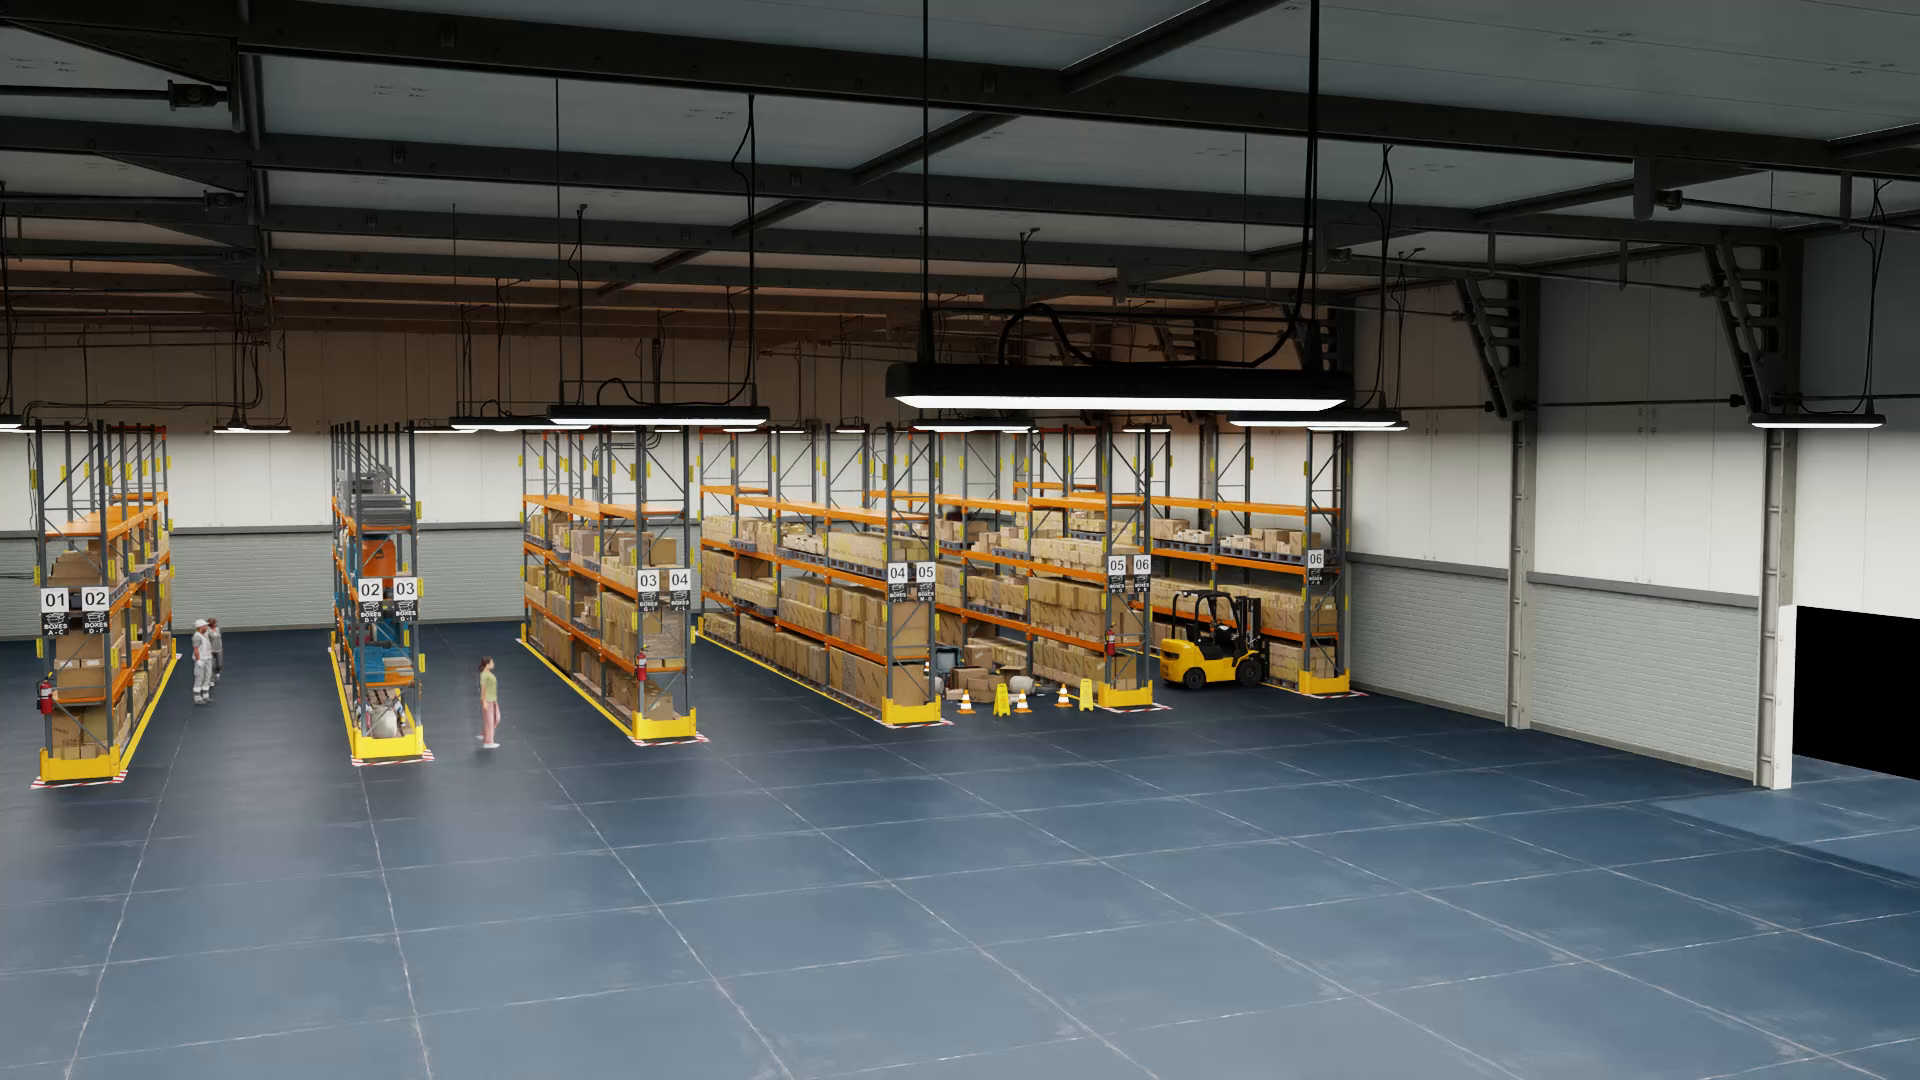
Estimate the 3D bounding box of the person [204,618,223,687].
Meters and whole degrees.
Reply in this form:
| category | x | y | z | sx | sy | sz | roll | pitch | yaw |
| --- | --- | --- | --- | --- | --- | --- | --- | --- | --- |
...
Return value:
| category | x | y | z | sx | sy | sz | roll | pitch | yaw |
| --- | --- | --- | --- | --- | --- | --- | --- | --- | --- |
| person | -17.161 | 2.548 | 38.128 | 0.430 | 1.563 | 0.680 | -2 | 4 | -33 |

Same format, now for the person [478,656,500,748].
| category | x | y | z | sx | sy | sz | roll | pitch | yaw |
| --- | --- | --- | --- | --- | --- | --- | --- | --- | --- |
| person | -8.722 | 2.979 | 30.659 | 0.500 | 1.676 | 0.524 | 0 | 4 | 4 |

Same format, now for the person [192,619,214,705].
| category | x | y | z | sx | sy | sz | roll | pitch | yaw |
| --- | --- | --- | --- | --- | --- | --- | --- | --- | --- |
| person | -16.228 | 2.599 | 35.701 | 0.448 | 1.797 | 0.593 | 1 | 4 | 14 |

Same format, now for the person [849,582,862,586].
| category | x | y | z | sx | sy | sz | roll | pitch | yaw |
| --- | --- | --- | --- | --- | --- | --- | --- | --- | --- |
| person | -2.733 | 1.770 | 44.605 | 0.599 | 1.765 | 0.448 | 3 | 5 | 41 |
